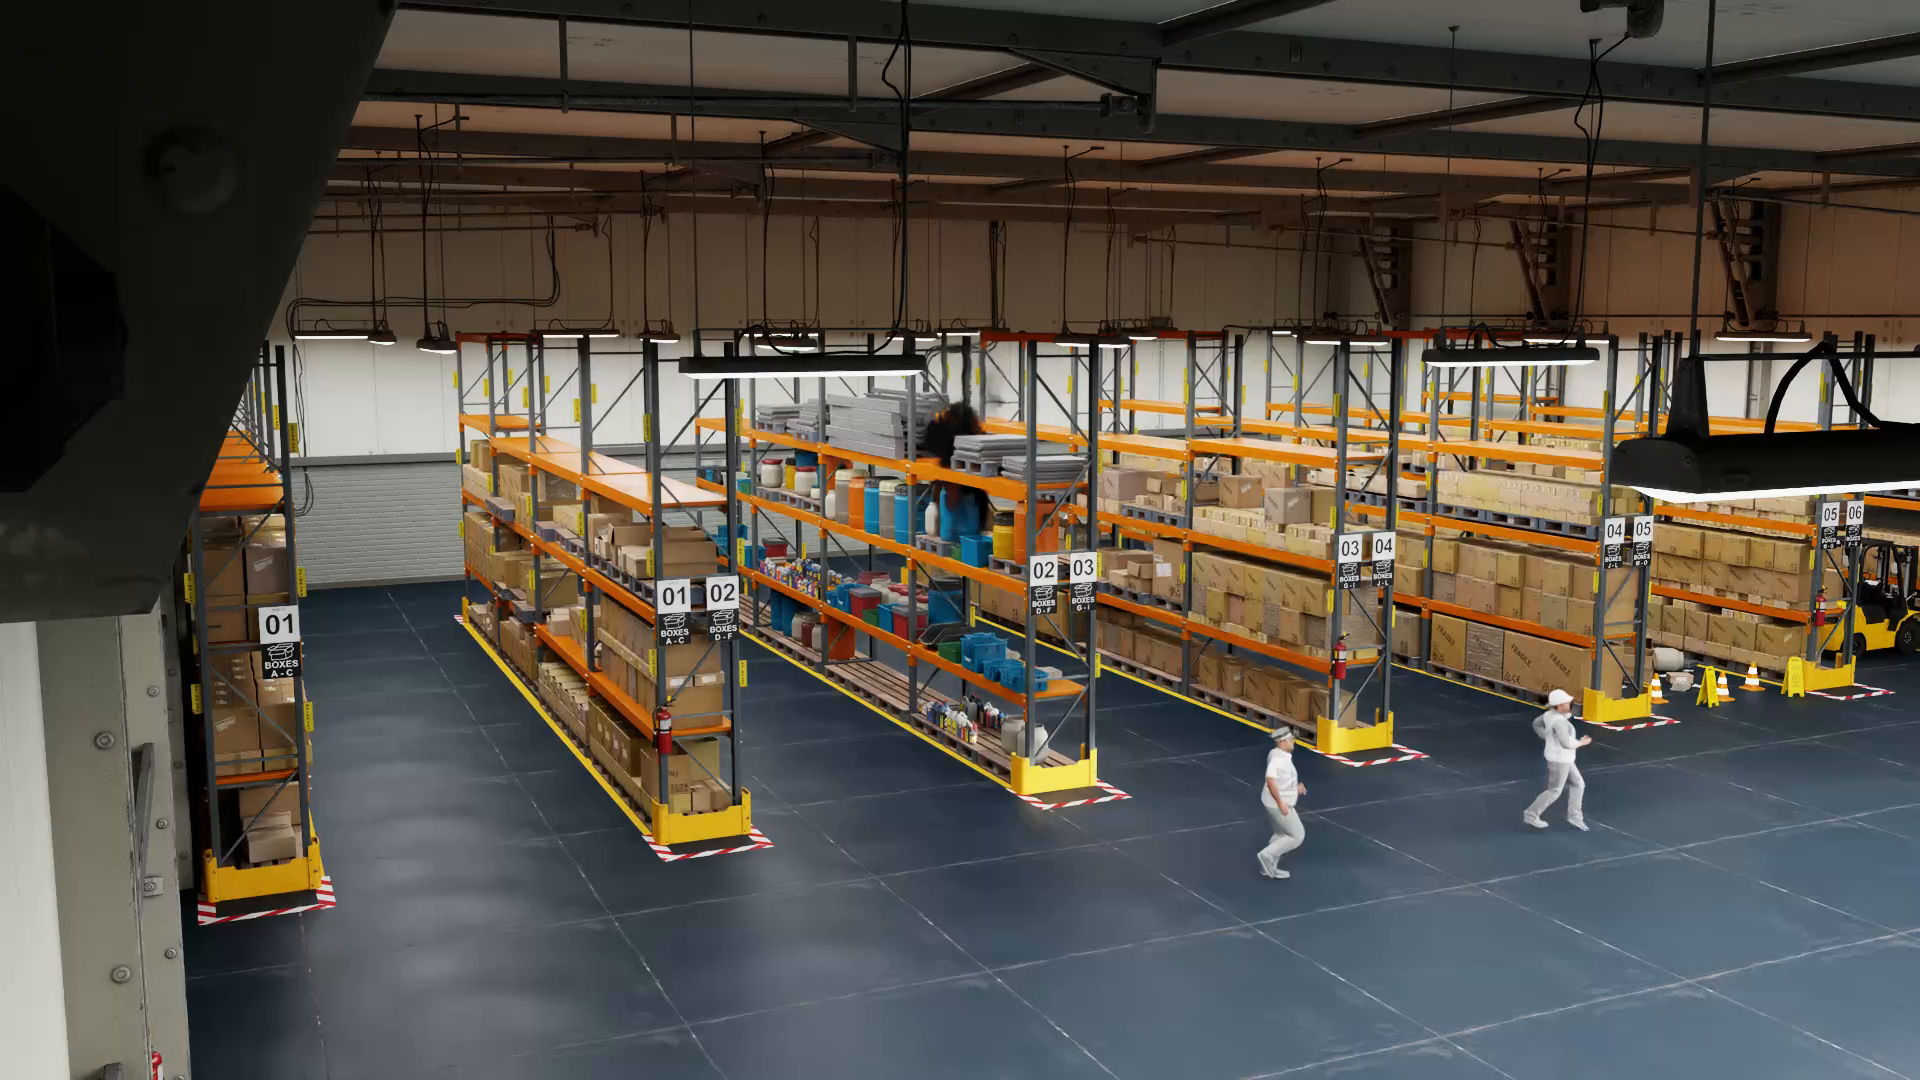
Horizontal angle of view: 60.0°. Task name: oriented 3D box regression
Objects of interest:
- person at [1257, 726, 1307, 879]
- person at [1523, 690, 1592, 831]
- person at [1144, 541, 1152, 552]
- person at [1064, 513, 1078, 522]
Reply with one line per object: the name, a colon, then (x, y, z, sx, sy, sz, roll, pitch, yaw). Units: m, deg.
person: (3.637, 2.951, 18.755, 0.594, 1.749, 0.675, 0, 8, 1)
person: (7.377, 2.724, 20.471, 0.822, 1.809, 0.658, 1, 8, 11)
person: (4.750, -0.128, 41.836, 0.555, 1.662, 0.892, -5, 9, -32)
person: (2.680, 0.010, 40.983, 0.626, 1.665, 0.758, 6, 10, 37)
